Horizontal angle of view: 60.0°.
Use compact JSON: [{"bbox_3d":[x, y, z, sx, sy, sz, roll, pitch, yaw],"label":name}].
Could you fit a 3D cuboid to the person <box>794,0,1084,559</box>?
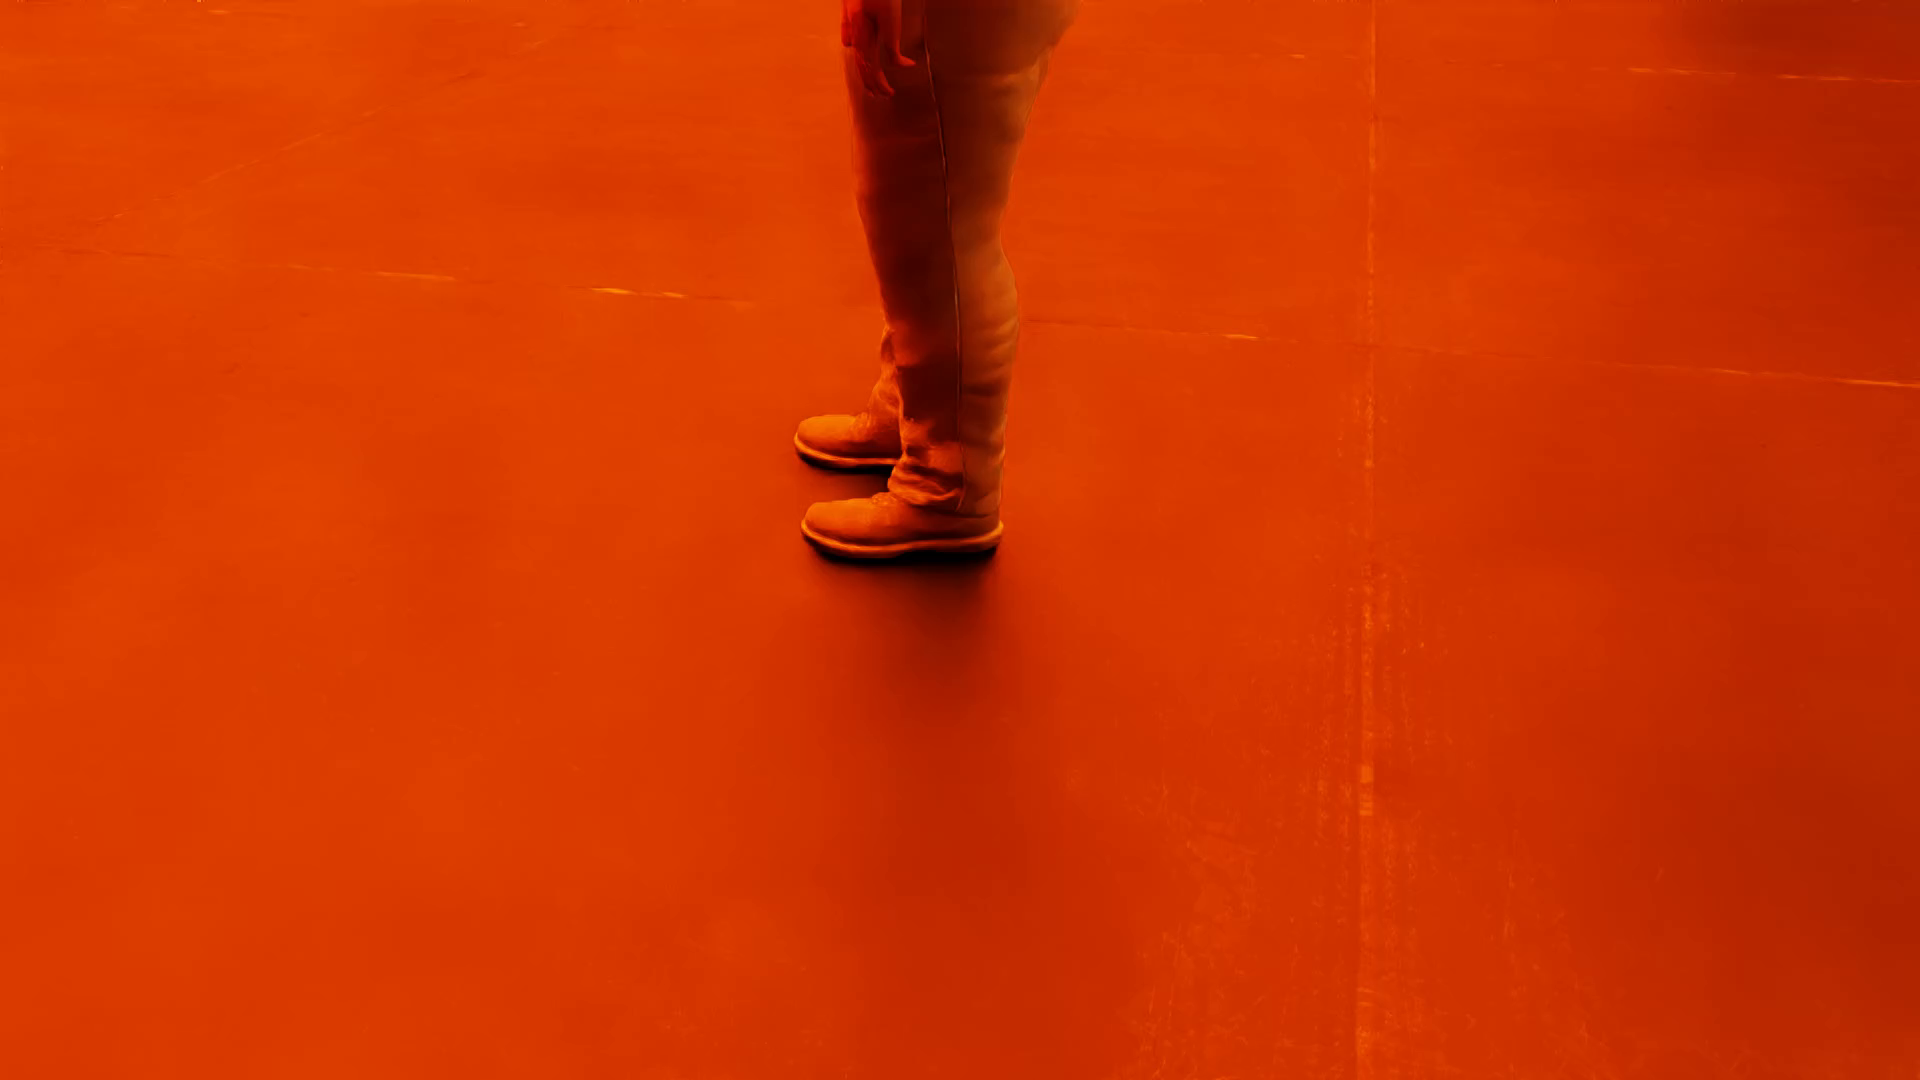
[{"bbox_3d":[-0.070,-0.768,2.156,0.529,1.669,0.598,6,27,11],"label":"person"}]
